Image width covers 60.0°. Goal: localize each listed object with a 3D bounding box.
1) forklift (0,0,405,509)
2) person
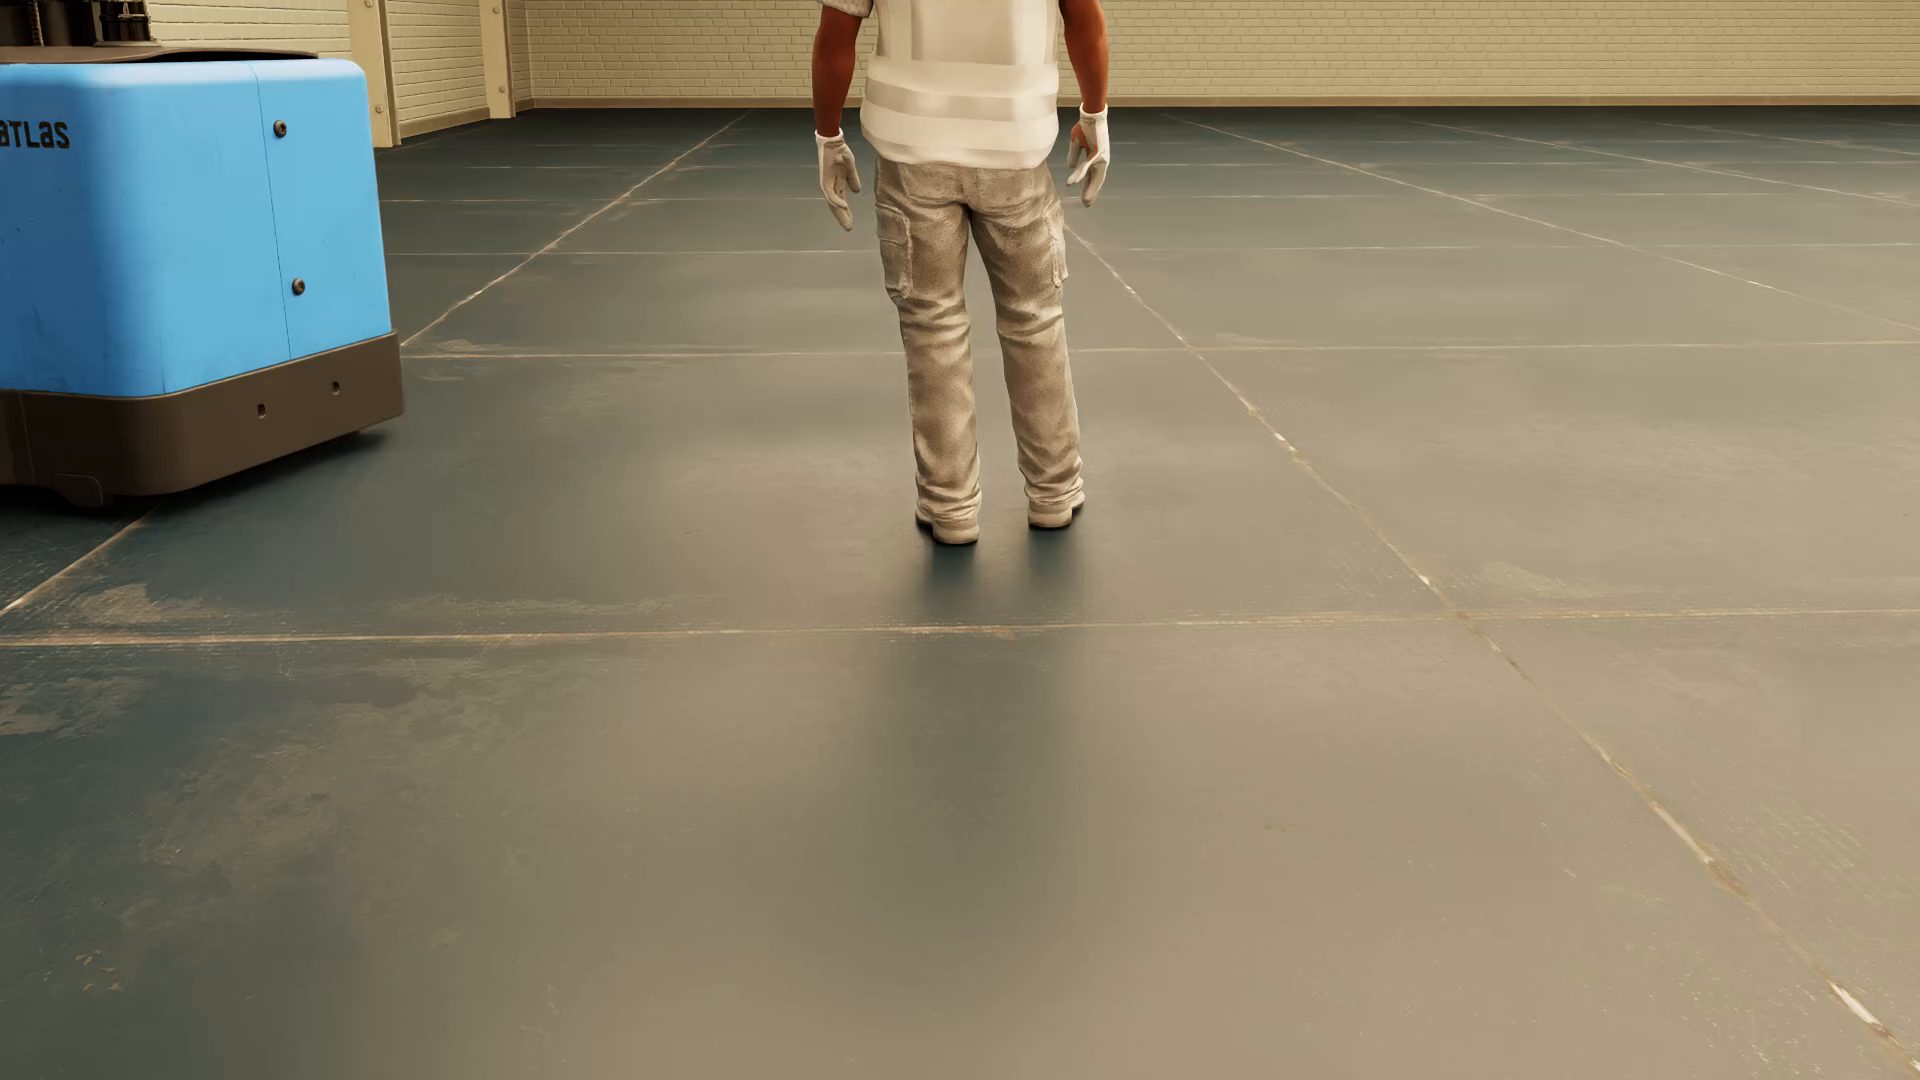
[{"bbox_3d":[-3.209,-1.707,4.489,3.031,2.935,1.130,5,18,16],"label":"forklift"},{"bbox_3d":[0.005,-0.880,3.724,0.656,1.781,0.577,-1,17,-3],"label":"person"}]
